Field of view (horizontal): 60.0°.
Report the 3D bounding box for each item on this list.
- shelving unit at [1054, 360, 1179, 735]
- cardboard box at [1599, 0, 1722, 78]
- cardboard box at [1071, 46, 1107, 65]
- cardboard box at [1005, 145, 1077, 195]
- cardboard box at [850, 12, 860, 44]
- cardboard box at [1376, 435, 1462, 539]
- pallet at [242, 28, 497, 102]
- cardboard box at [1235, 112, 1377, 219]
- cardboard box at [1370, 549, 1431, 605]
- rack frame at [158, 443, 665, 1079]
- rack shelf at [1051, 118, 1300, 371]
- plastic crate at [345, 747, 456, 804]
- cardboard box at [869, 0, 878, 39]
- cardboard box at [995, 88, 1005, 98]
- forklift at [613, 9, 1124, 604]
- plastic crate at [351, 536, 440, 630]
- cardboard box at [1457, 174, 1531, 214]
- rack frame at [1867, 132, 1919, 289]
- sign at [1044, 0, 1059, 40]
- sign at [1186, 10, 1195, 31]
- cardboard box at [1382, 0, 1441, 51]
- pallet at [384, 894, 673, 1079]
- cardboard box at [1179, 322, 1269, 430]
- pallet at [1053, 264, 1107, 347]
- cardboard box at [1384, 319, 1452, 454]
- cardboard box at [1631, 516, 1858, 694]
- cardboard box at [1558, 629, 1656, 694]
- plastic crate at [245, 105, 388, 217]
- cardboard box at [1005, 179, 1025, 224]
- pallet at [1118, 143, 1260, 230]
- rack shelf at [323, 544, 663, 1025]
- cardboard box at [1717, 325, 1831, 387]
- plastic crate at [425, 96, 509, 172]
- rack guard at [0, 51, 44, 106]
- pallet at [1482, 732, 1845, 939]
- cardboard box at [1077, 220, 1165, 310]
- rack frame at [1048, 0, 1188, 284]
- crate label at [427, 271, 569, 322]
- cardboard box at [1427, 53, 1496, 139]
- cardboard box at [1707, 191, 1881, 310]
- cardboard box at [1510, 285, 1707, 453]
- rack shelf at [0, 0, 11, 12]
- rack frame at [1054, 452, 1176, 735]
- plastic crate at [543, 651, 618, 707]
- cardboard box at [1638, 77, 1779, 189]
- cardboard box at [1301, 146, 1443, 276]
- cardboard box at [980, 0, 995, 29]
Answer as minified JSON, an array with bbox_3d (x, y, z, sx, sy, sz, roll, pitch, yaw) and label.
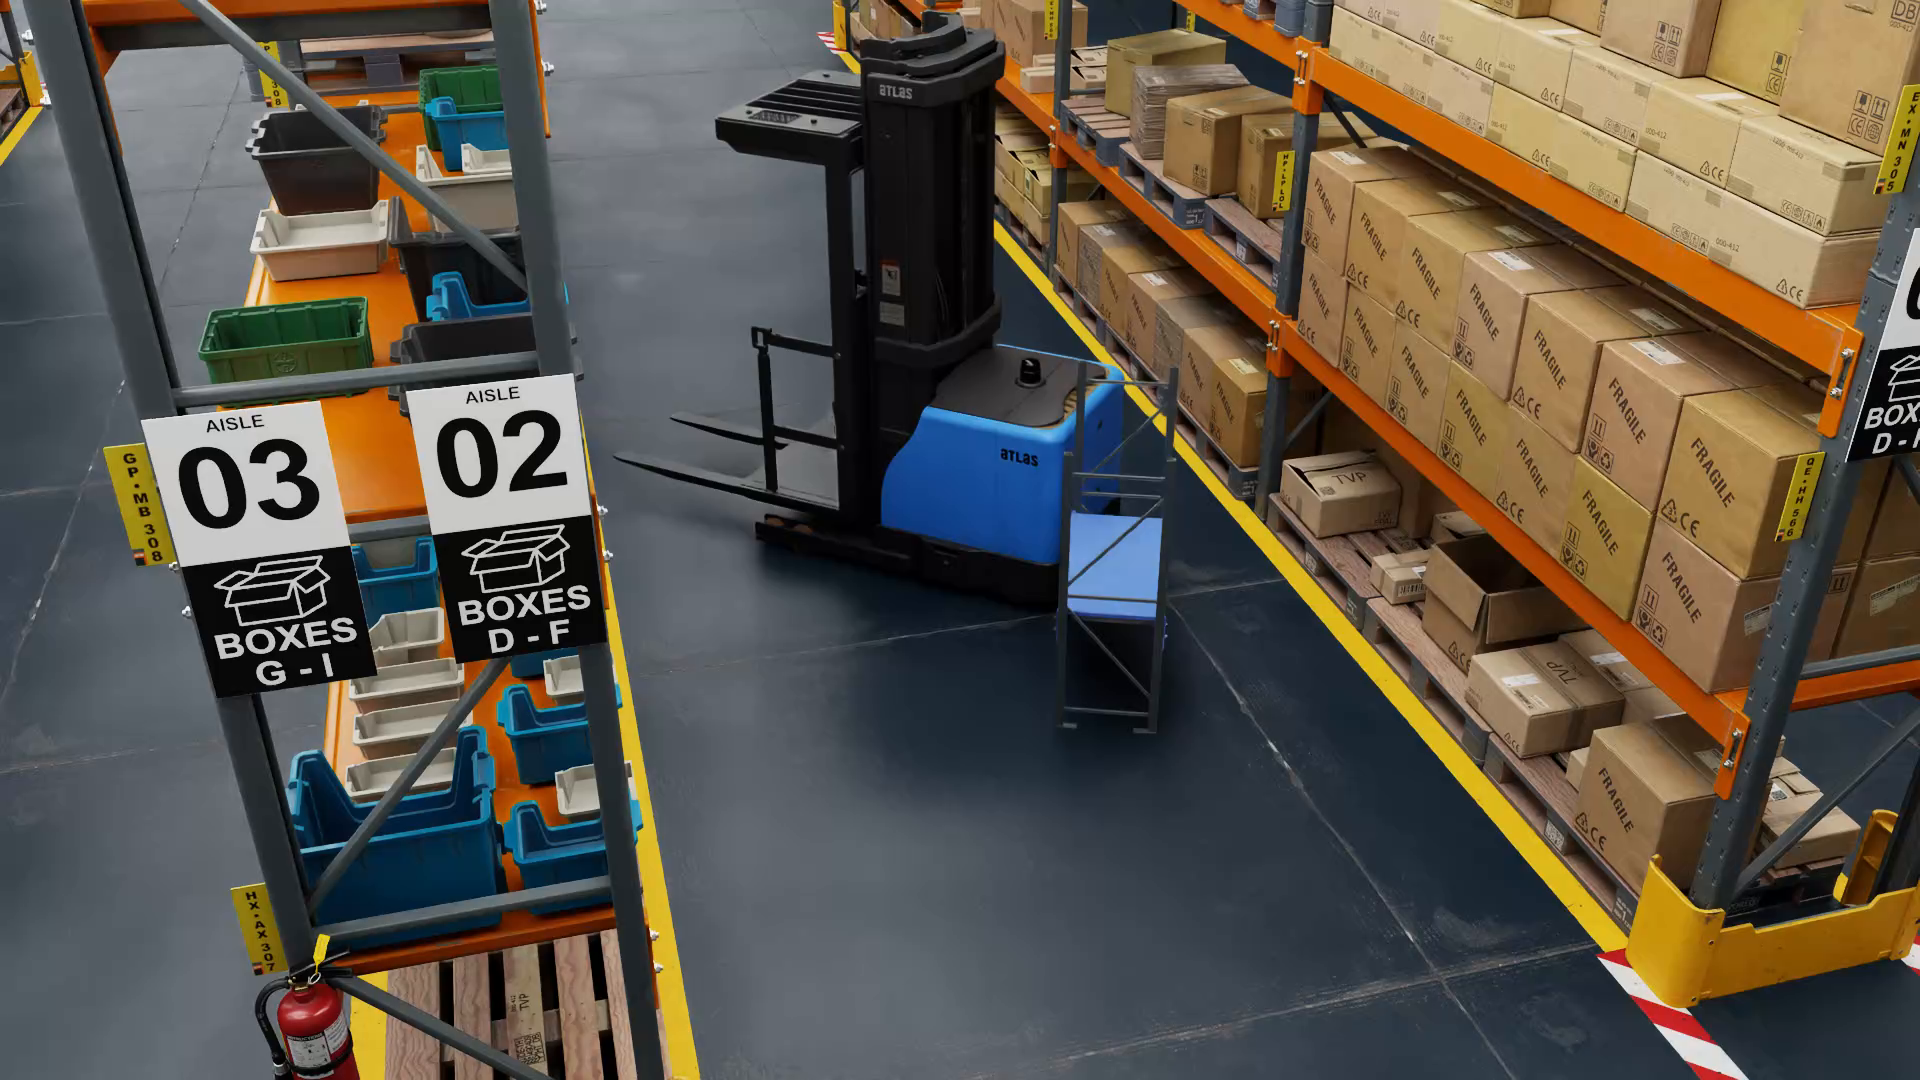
[{"bbox_3d":[0.774,0.025,8.210,0.538,1.500,1.048,4,30,6],"label":"shelving unit"},{"bbox_3d":[2.893,-2.067,6.235,0.700,0.500,0.500,-8,31,-13],"label":"cardboard box"},{"bbox_3d":[1.158,-3.850,13.497,0.500,0.311,0.500,-8,31,-14],"label":"cardboard box"},{"bbox_3d":[0.688,-3.136,13.939,0.500,0.311,0.500,-8,31,-14],"label":"cardboard box"},{"bbox_3d":[-0.986,-5.998,19.444,0.500,0.250,0.500,-8,31,-13],"label":"cardboard box"},{"bbox_3d":[2.696,-0.370,9.451,0.500,0.500,0.500,-8,31,-13],"label":"cardboard box"},{"bbox_3d":[-2.808,-2.424,8.139,1.213,0.211,1.003,-8,31,-13],"label":"pallet"},{"bbox_3d":[2.117,-2.306,10.221,0.700,0.500,0.500,-3,30,-5],"label":"cardboard box"},{"bbox_3d":[2.413,0.185,8.826,0.380,0.166,0.250,-8,31,-13],"label":"cardboard box"},{"bbox_3d":[-1.444,1.090,4.873,1.000,3.000,0.127,-8,31,-13],"label":"rack frame"},{"bbox_3d":[1.740,-2.154,11.195,1.077,0.370,4.000,-8,31,-13],"label":"rack shelf"},{"bbox_3d":[-1.835,0.808,5.563,0.396,0.136,0.243,-8,31,-13],"label":"plastic crate"},{"bbox_3d":[-0.707,-5.842,18.425,0.500,0.500,0.500,-8,31,-13],"label":"cardboard box"},{"bbox_3d":[0.145,-4.122,15.643,0.500,0.311,0.500,-8,31,-14],"label":"cardboard box"},{"bbox_3d":[-0.624,-1.413,9.265,3.031,2.935,1.130,14,33,22],"label":"forklift"},{"bbox_3d":[-2.237,0.178,6.555,0.416,0.233,0.300,-8,31,-13],"label":"plastic crate"},{"bbox_3d":[2.793,-1.518,8.281,0.500,0.500,0.500,-8,31,-14],"label":"cardboard box"},{"bbox_3d":[3.333,-2.164,4.505,1.000,3.000,0.127,-8,31,-13],"label":"rack frame"},{"bbox_3d":[0.675,-3.857,12.263,0.100,0.325,0.005,-8,31,-13],"label":"sign"},{"bbox_3d":[1.730,-3.975,12.546,0.100,0.325,0.005,-8,31,-13],"label":"sign"},{"bbox_3d":[2.295,-2.440,7.627,0.500,0.250,0.500,-8,31,-13],"label":"cardboard box"},{"bbox_3d":[-1.626,1.893,6.269,1.003,0.211,1.213,-8,31,-13],"label":"pallet"},{"bbox_3d":[1.740,-1.048,10.622,0.500,0.500,0.500,-8,31,-13],"label":"cardboard box"},{"bbox_3d":[1.371,-1.859,12.750,1.003,0.211,1.213,-8,31,-13],"label":"pallet"},{"bbox_3d":[2.413,-0.771,7.988,0.500,0.500,0.500,-8,31,-14],"label":"cardboard box"},{"bbox_3d":[2.951,0.209,6.294,0.500,0.500,0.500,-7,31,-12],"label":"cardboard box"},{"bbox_3d":[3.196,0.649,7.940,0.500,0.250,0.500,-8,31,-13],"label":"cardboard box"},{"bbox_3d":[-2.441,-1.448,6.393,0.497,0.269,0.590,-8,31,-13],"label":"plastic crate"},{"bbox_3d":[0.694,-2.893,14.079,0.500,0.250,0.500,-8,31,-14],"label":"cardboard box"},{"bbox_3d":[1.730,-2.409,11.110,1.003,0.211,1.213,-8,31,-13],"label":"pallet"},{"bbox_3d":[-1.975,0.435,6.722,1.077,0.370,4.000,-8,31,-13],"label":"rack shelf"},{"bbox_3d":[3.323,-0.544,6.598,0.500,0.500,0.500,-8,31,-13],"label":"cardboard box"},{"bbox_3d":[-1.956,-1.671,6.815,0.416,0.233,0.300,-8,31,-13],"label":"plastic crate"},{"bbox_3d":[-10.446,-4.861,17.649,1.175,0.500,0.348,-8,31,-13],"label":"rack guard"},{"bbox_3d":[3.100,1.218,7.435,1.003,0.211,1.213,-8,31,-13],"label":"pallet"},{"bbox_3d":[1.199,-2.030,12.318,0.500,0.500,0.500,-9,31,-15],"label":"cardboard box"},{"bbox_3d":[1.209,-3.431,12.684,1.000,3.000,0.127,-8,31,-13],"label":"rack frame"},{"bbox_3d":[-1.378,-0.633,5.003,0.408,0.251,0.502,-8,31,-13],"label":"crate label"},{"bbox_3d":[2.421,-1.981,7.334,0.500,0.250,0.500,-8,31,-13],"label":"cardboard box"},{"bbox_3d":[2.942,-1.014,5.662,0.500,0.250,0.500,-8,31,-13],"label":"cardboard box"},{"bbox_3d":[2.672,-0.715,6.894,0.500,0.500,0.500,-7,31,-12],"label":"cardboard box"},{"bbox_3d":[-9.935,-4.702,15.598,1.077,0.370,4.000,-8,31,-13],"label":"rack shelf"},{"bbox_3d":[0.711,0.278,7.773,0.500,1.500,0.032,4,30,6],"label":"rack frame"},{"bbox_3d":[-1.378,0.521,6.059,0.250,0.136,0.298,-8,31,-13],"label":"plastic crate"},{"bbox_3d":[2.817,-1.473,5.956,0.500,0.250,0.500,-8,31,-13],"label":"cardboard box"},{"bbox_3d":[2.125,-1.710,8.612,0.500,0.500,0.500,-7,31,-12],"label":"cardboard box"},{"bbox_3d":[0.475,-4.779,14.912,0.500,0.500,0.500,-6,31,-10],"label":"cardboard box"}]
